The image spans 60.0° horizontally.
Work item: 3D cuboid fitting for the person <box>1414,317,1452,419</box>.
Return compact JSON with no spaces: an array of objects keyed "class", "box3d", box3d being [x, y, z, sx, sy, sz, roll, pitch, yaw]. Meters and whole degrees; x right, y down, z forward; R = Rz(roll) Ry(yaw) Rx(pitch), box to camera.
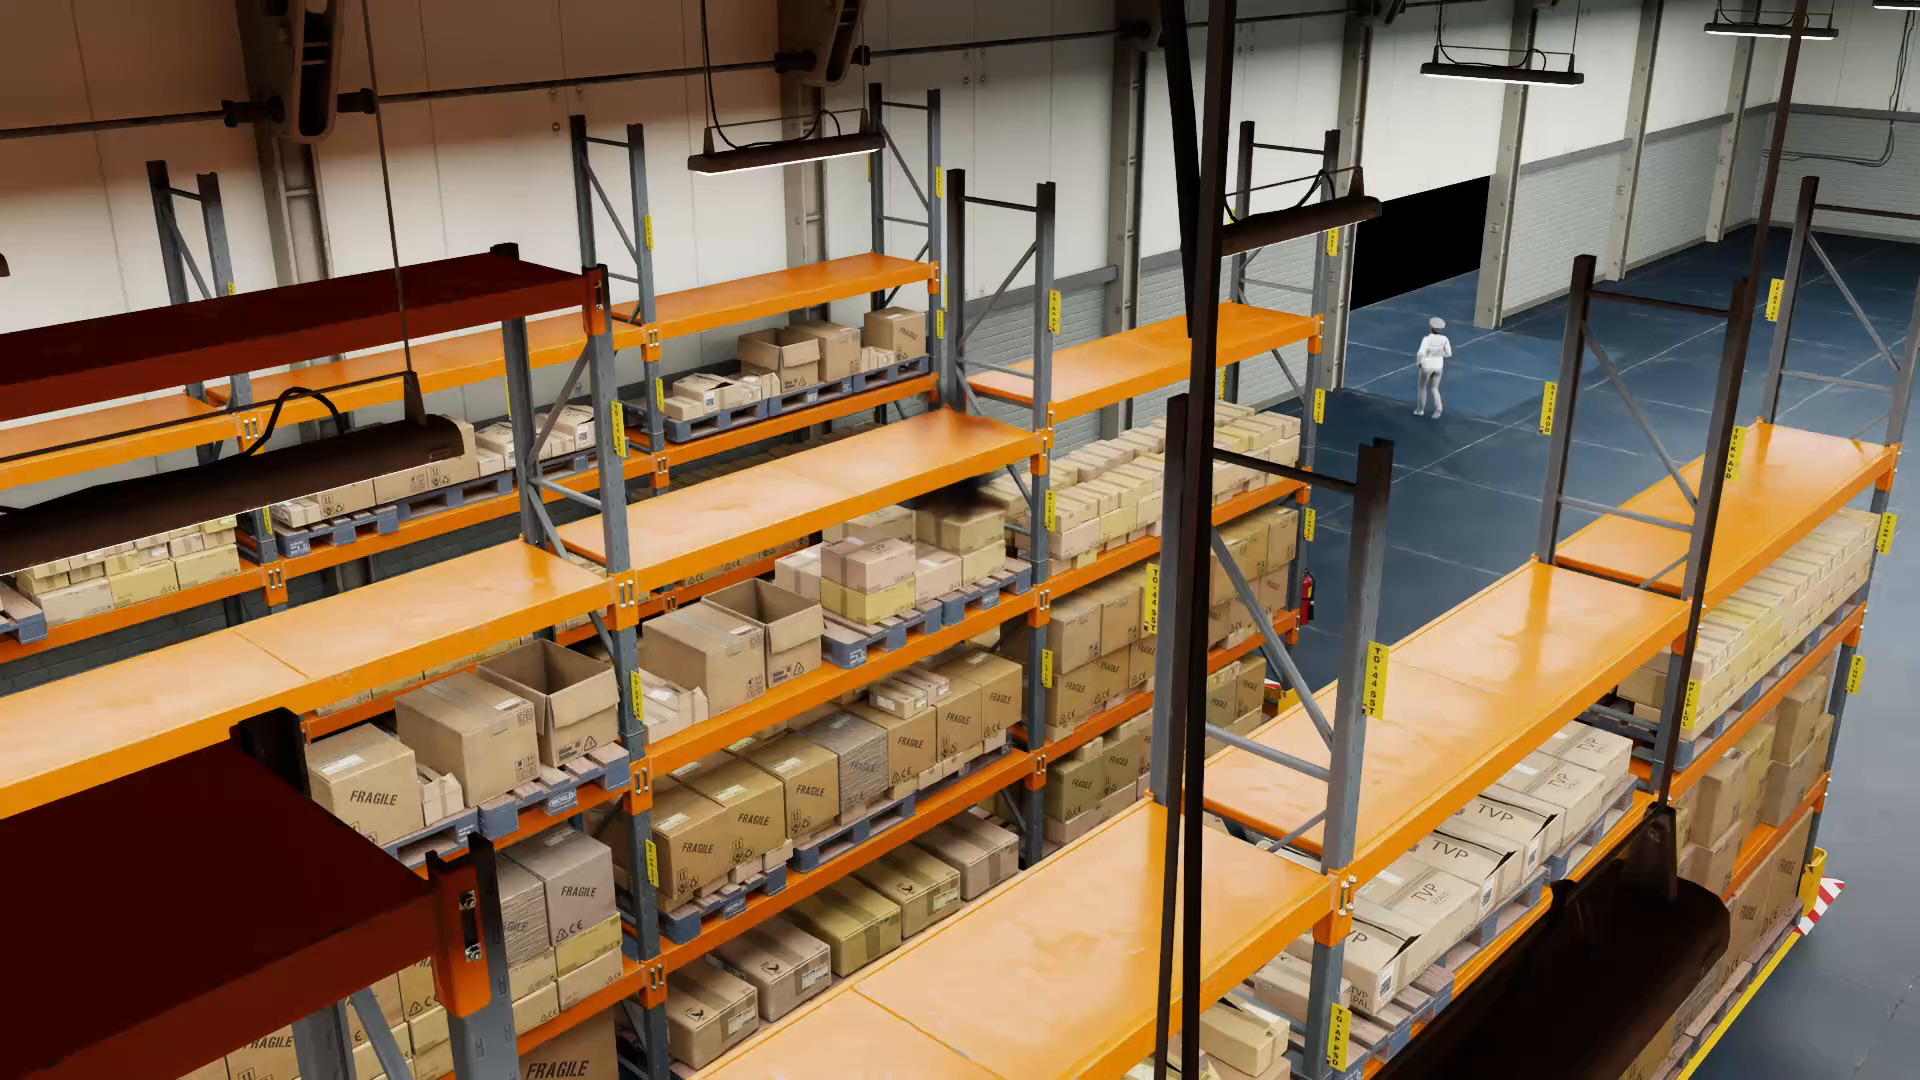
[{"class":"person","box3d":[7.571,-2.736,26.727,0.616,1.693,0.901,-1,21,-4]}]
